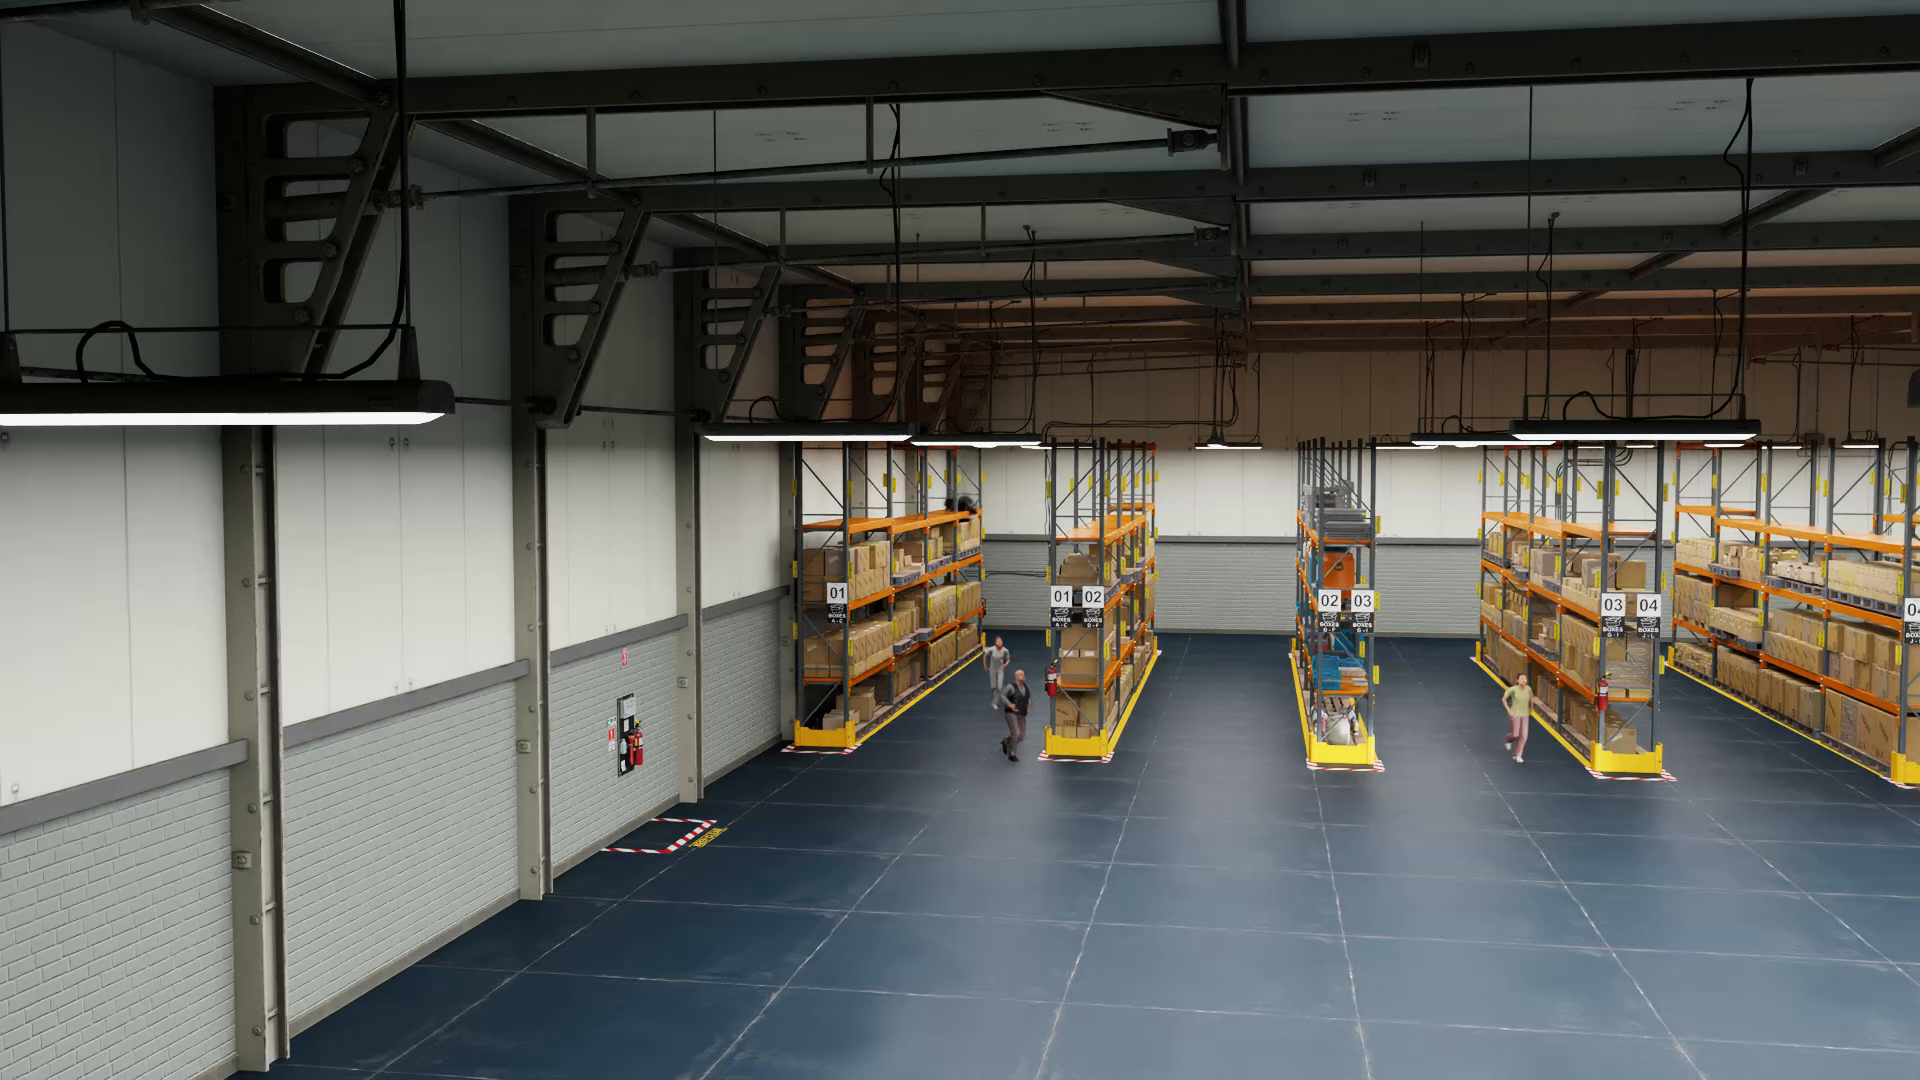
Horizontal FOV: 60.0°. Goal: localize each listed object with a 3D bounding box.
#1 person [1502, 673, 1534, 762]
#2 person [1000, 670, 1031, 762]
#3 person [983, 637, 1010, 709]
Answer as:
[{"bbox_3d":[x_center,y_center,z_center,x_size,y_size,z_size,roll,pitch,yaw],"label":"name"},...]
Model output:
[{"bbox_3d":[10.412,3.276,31.002,0.602,1.637,0.678,0,3,-6],"label":"person"},{"bbox_3d":[1.035,3.260,31.027,0.693,1.680,0.650,-2,4,-32],"label":"person"},{"bbox_3d":[0.823,2.966,37.256,0.600,1.612,0.662,0,3,-1],"label":"person"}]
